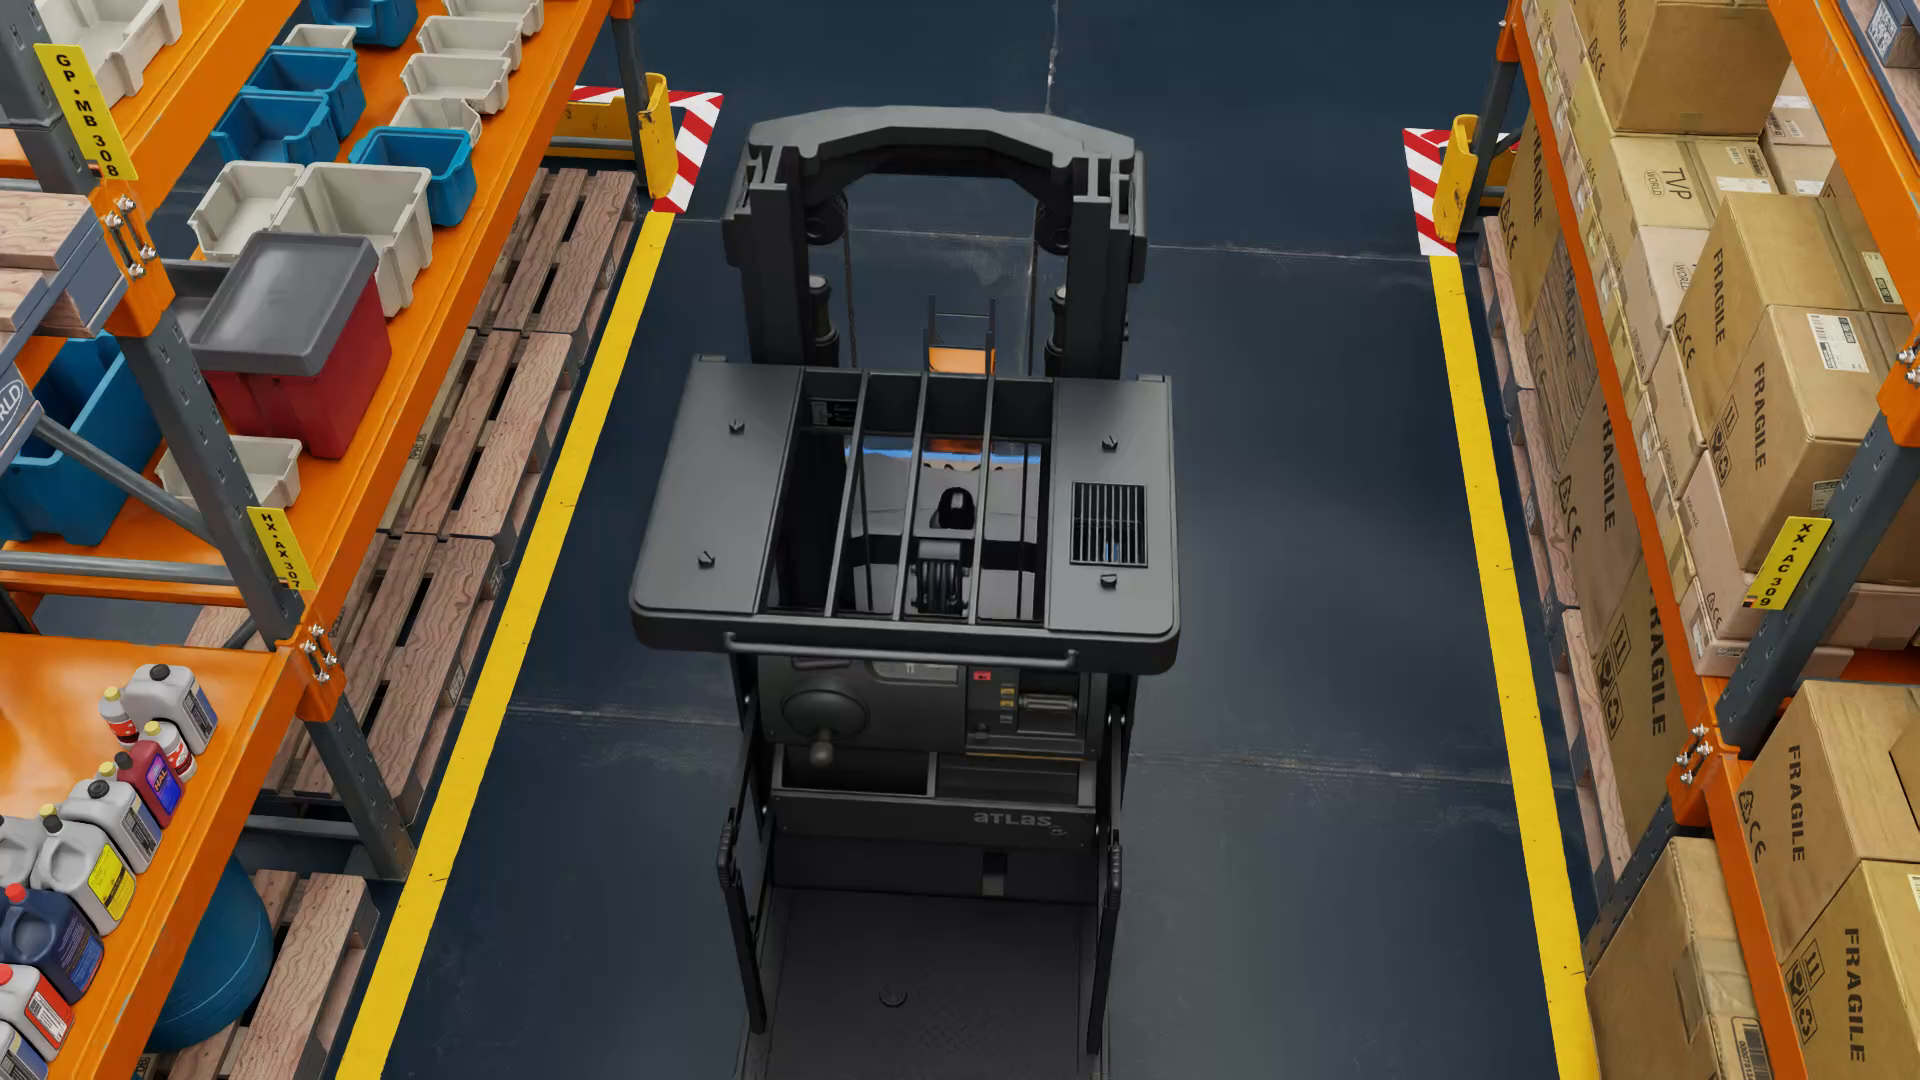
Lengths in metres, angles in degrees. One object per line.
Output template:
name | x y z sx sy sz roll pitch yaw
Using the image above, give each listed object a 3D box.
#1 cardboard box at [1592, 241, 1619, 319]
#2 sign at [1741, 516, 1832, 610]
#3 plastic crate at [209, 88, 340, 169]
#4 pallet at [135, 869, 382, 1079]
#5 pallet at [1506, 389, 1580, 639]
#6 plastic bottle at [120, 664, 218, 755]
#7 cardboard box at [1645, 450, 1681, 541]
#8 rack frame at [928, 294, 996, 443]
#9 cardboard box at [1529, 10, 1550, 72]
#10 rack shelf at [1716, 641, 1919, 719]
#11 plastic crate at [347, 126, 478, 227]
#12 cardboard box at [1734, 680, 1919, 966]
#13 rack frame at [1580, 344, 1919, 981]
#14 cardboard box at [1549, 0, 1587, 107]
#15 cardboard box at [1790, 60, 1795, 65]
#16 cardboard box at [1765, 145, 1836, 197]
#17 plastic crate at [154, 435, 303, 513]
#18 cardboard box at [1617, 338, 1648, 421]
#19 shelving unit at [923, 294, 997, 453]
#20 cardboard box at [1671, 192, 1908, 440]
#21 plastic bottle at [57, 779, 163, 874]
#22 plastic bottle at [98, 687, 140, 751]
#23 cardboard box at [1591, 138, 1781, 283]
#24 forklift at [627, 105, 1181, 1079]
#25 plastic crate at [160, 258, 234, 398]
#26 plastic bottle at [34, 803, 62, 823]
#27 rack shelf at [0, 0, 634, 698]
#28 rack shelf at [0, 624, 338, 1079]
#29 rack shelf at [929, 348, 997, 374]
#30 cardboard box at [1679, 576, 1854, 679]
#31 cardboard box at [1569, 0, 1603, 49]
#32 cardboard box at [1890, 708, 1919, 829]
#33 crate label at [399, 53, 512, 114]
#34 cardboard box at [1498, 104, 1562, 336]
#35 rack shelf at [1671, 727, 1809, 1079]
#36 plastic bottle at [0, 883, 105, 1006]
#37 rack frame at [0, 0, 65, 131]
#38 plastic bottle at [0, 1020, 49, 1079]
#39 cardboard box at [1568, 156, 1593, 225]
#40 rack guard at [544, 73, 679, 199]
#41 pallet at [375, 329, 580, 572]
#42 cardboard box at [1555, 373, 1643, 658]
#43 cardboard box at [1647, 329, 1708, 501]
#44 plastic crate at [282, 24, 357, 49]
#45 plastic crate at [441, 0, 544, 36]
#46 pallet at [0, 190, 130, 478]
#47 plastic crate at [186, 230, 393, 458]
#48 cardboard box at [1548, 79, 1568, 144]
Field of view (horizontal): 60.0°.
cardboard box | 2.392 -0.878 5.691 0.380 0.149 0.250 5 48 4
sign | 1.997 0.059 4.023 0.100 0.325 0.005 4 48 4
plastic crate | -2.516 -1.474 6.139 0.416 0.233 0.300 4 48 4
pallet | -2.495 1.587 5.156 1.003 0.211 1.213 4 48 4
pallet | 2.805 -0.097 6.696 1.003 0.211 1.213 4 48 4
plastic bottle | -2.097 0.434 4.404 0.152 0.276 0.135 4 48 4
cardboard box | 2.298 -0.125 5.002 0.380 0.149 0.250 3 48 3
rack frame | 0.007 -0.462 6.359 0.240 1.200 0.006 4 48 4
cardboard box | 2.531 -2.013 6.729 0.380 0.149 0.250 3 48 3
rack shelf | 2.732 -0.879 5.876 0.919 0.124 3.809 4 48 4
plastic crate | -1.950 -1.295 5.975 0.416 0.233 0.300 4 48 4
cardboard box | 2.259 0.702 4.008 0.500 0.500 0.500 4 48 4
rack frame | 2.550 0.414 4.338 1.000 3.000 0.127 4 48 4
cardboard box | 2.561 -1.858 6.316 0.500 0.250 0.500 3 48 3
cardboard box | 3.087 -1.828 6.289 0.500 0.250 0.500 3 48 3
cardboard box | 2.998 -1.071 5.597 0.500 0.250 0.500 4 48 4
plastic crate | -2.198 -0.182 5.022 0.396 0.136 0.243 4 48 4
cardboard box | 2.344 -0.503 5.348 0.380 0.149 0.250 5 48 4
shelving unit | -0.001 -0.394 6.298 0.258 1.200 0.189 4 48 4
cardboard box | 2.375 -0.612 4.669 0.500 0.500 0.500 4 48 4
plastic bottle | -2.130 0.703 4.158 0.152 0.276 0.135 4 48 4
plastic bottle | -2.223 0.465 4.427 0.097 0.201 0.097 0 48 0
cardboard box | 2.469 -1.105 5.628 0.500 0.250 0.500 3 48 3
forklift | -0.085 0.524 4.284 1.130 2.935 3.031 3 48 3
plastic crate | -2.548 -0.687 5.491 0.437 0.125 0.590 4 48 4
plastic bottle | -2.256 0.733 4.181 0.097 0.201 0.097 0 48 0
rack shelf | -2.201 -1.146 6.253 1.077 0.370 4.000 4 48 4
rack shelf | -2.565 1.794 3.564 1.077 0.370 4.000 4 48 4
rack shelf | -0.001 -0.607 6.065 0.258 0.103 0.180 4 48 4
cardboard box | 2.251 0.253 4.656 0.380 0.149 0.250 4 48 4
cardboard box | 2.556 -2.126 6.053 0.500 0.500 0.500 3 48 3
cardboard box | 2.500 0.512 3.501 0.797 0.503 0.637 3 48 3
crate label | -1.954 -1.760 6.465 0.396 0.136 0.243 4 48 4
cardboard box | 2.935 -1.474 7.221 0.875 0.875 0.875 4 48 4
rack shelf | 2.367 2.127 3.260 1.077 0.370 4.000 4 48 4
plastic bottle | -2.158 0.931 3.899 0.144 0.351 0.185 4 48 4
rack frame | -2.383 -1.943 2.429 1.000 3.000 0.127 4 48 4
plastic bottle | -2.199 1.258 3.651 0.152 0.276 0.367 4 48 4
cardboard box | 2.438 -1.257 6.037 0.380 0.149 0.250 3 48 3
rack guard | -2.029 -2.033 8.271 1.175 0.500 0.348 4 48 4
pallet | -2.246 -0.420 6.991 1.003 0.211 1.213 4 48 4
cardboard box | 2.771 -0.151 6.011 0.875 0.875 0.875 4 48 4
cardboard box | 2.373 -0.358 4.945 0.500 0.250 0.500 5 48 5
plastic crate | -2.542 -1.901 6.594 0.250 0.136 0.298 4 48 4
plastic crate | -1.912 -2.178 6.847 0.396 0.136 0.243 4 48 4
pallet | -2.357 -0.285 3.073 1.213 0.211 1.003 4 48 4
plastic crate | -2.052 -0.600 5.182 0.402 0.464 0.583 4 48 4
cardboard box | 2.486 -1.633 6.381 0.380 0.149 0.250 3 48 3
